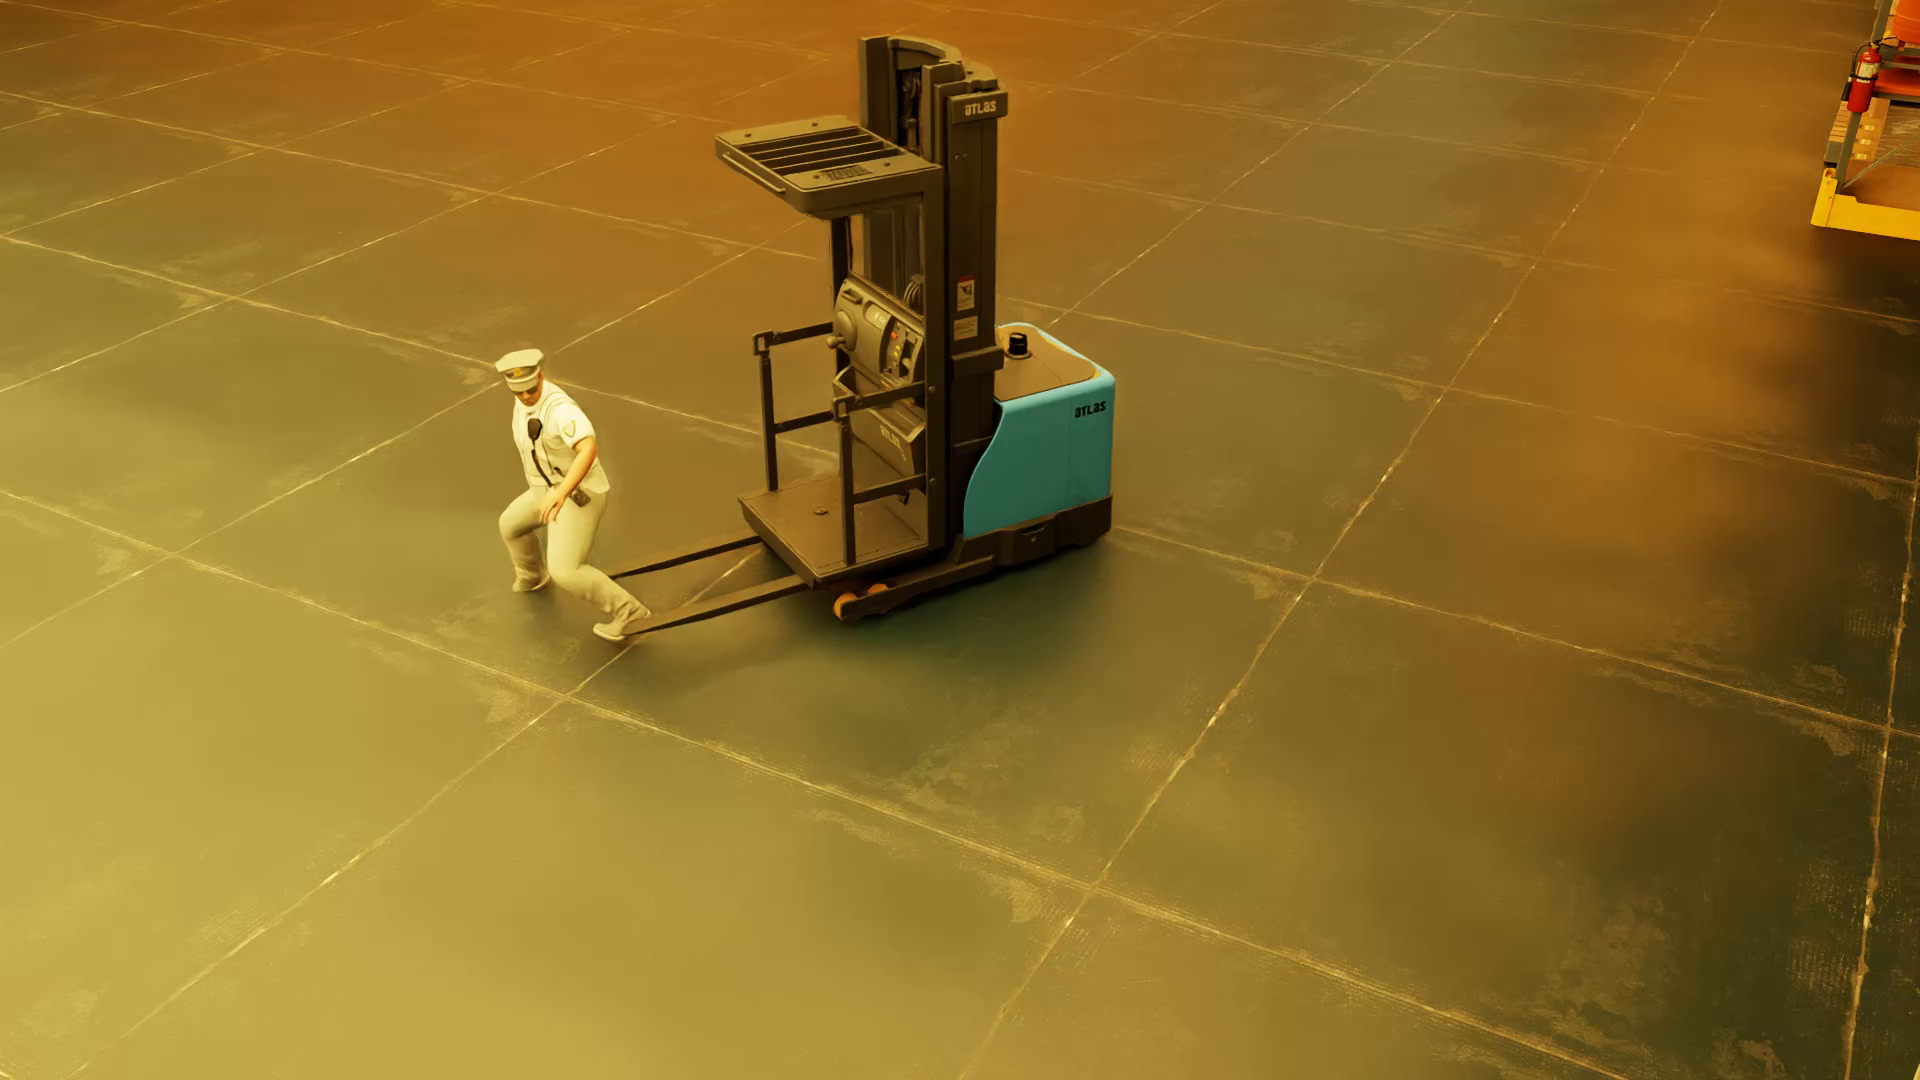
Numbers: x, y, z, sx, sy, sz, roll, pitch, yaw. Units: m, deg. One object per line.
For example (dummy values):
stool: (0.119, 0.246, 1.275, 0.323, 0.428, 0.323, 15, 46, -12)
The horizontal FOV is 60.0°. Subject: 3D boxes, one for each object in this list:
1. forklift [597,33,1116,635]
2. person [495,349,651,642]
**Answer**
forklift: (-0.623, -1.110, 8.994, 3.031, 2.935, 1.130, -16, 34, -26)
person: (-2.190, -0.263, 8.963, 0.559, 1.686, 1.186, -17, 34, -27)
